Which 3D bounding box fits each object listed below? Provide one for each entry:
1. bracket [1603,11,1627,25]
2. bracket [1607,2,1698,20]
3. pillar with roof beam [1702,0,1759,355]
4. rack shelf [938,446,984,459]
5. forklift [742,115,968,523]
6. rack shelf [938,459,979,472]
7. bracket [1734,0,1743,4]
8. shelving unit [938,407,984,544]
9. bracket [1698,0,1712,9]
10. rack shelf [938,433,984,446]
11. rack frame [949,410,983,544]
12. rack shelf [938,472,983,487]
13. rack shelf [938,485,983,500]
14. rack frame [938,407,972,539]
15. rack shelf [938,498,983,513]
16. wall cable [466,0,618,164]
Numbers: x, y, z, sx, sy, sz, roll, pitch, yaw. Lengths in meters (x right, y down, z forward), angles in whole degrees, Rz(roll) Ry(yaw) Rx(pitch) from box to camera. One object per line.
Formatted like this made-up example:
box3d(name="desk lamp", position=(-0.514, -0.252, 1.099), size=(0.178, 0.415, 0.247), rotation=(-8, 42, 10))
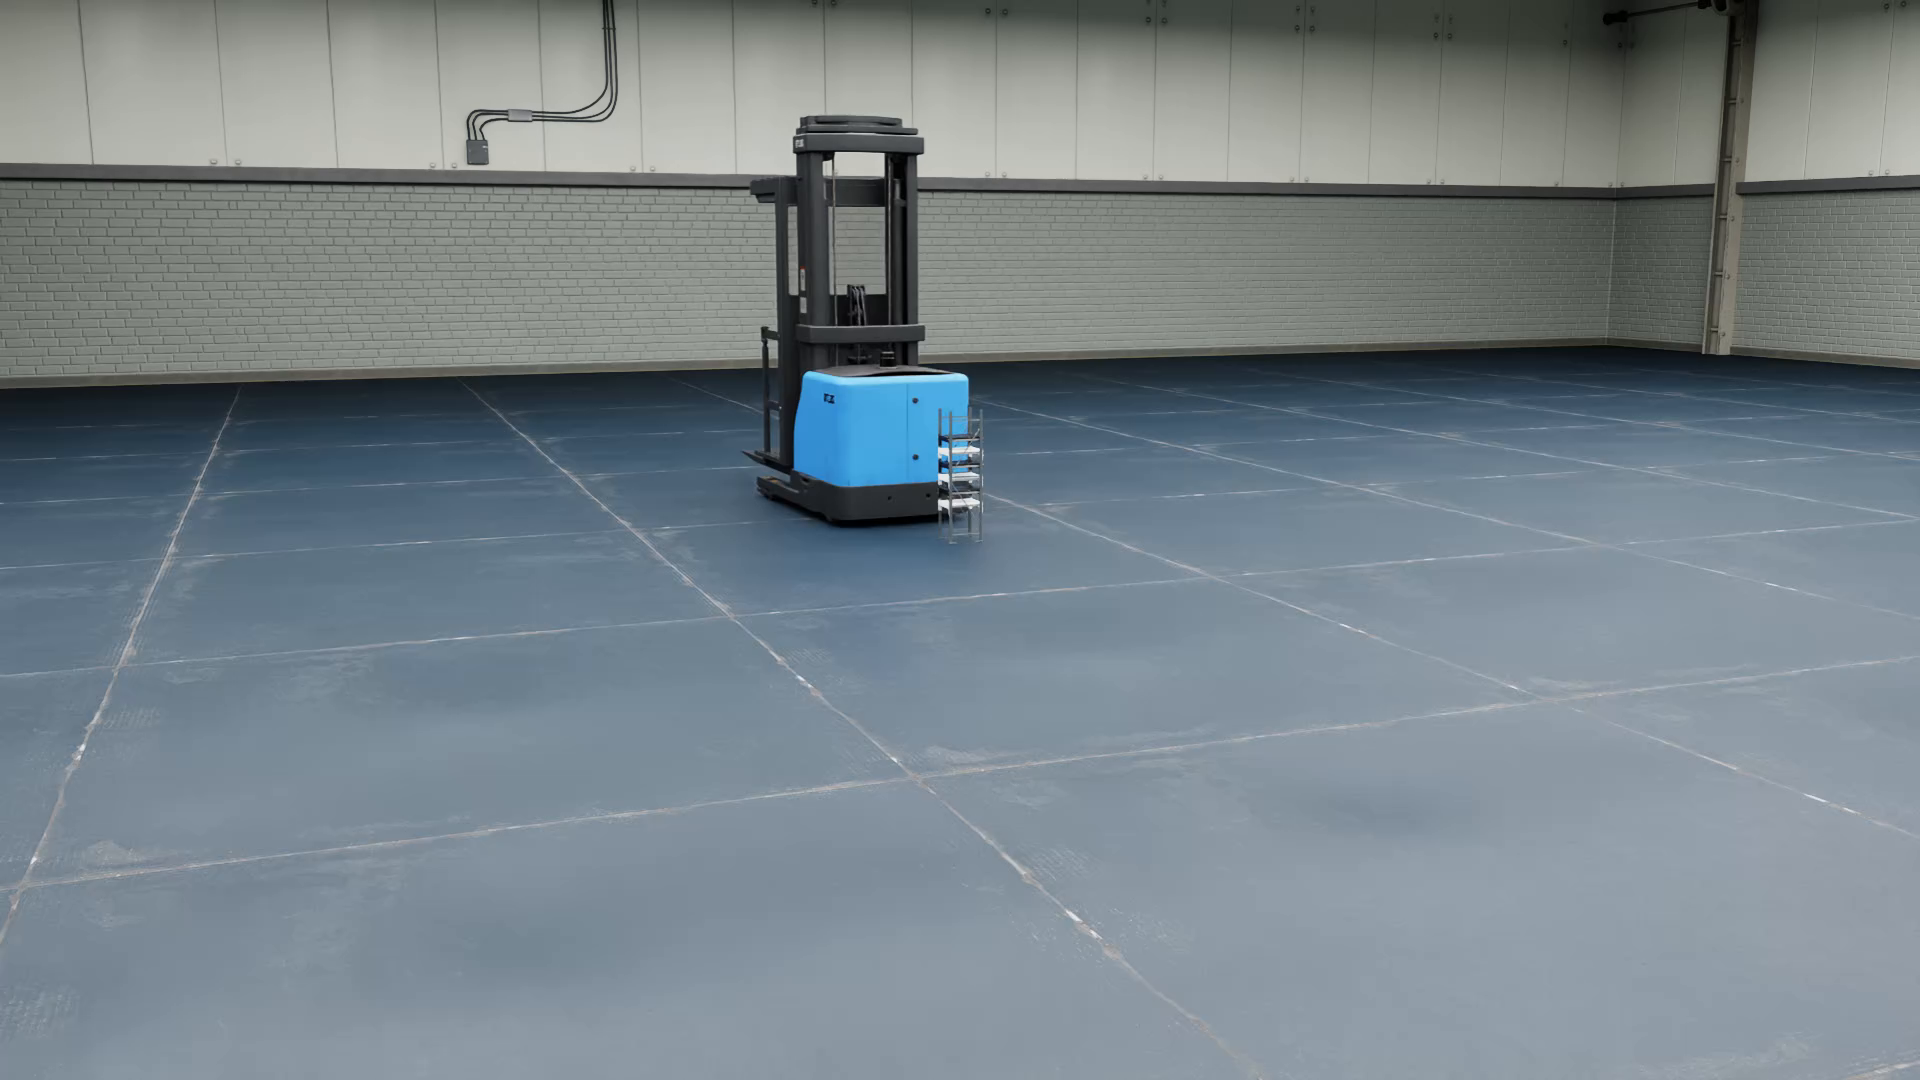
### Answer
box3d(name="bracket", position=(12.647, -10.074, 32.082), size=(0.235, 0.232, 0.430), rotation=(-4, 11, -21))
box3d(name="bracket", position=(12.861, -9.978, 31.540), size=(0.076, 0.066, 3.189), rotation=(-4, 11, -21))
box3d(name="pillar with roof beam", position=(9.975, -7.597, 28.432), size=(9.100, 9.000, 0.548), rotation=(-4, 11, -21))
box3d(name="rack shelf", position=(0.003, -0.586, 11.308), size=(0.258, 0.077, 0.200), rotation=(-4, 11, -21))
box3d(name="forklift", position=(-0.981, -1.784, 13.081), size=(1.130, 2.935, 3.031), rotation=(-4, 11, -24))
box3d(name="rack shelf", position=(0.003, -0.498, 11.324), size=(0.258, 0.077, 0.200), rotation=(-4, 11, -21))
box3d(name="bracket", position=(13.807, -9.552, 29.145), size=(0.235, 0.232, 0.430), rotation=(-4, 11, -21))
box3d(name="shelving unit", position=(0.003, -0.442, 11.334), size=(0.258, 0.900, 0.210), rotation=(-4, 11, -21))
box3d(name="bracket", position=(13.506, -9.687, 29.907), size=(0.235, 0.232, 0.430), rotation=(-4, 11, -21))
box3d(name="rack shelf", position=(0.003, -0.675, 11.292), size=(0.258, 0.077, 0.200), rotation=(-4, 11, -21))
box3d(name="rack frame", position=(0.040, -0.425, 11.241), size=(0.240, 0.900, 0.006), rotation=(-4, 11, -21))
box3d(name="rack shelf", position=(0.003, -0.409, 11.340), size=(0.258, 0.077, 0.200), rotation=(-4, 11, -21))
box3d(name="rack shelf", position=(0.003, -0.320, 11.355), size=(0.258, 0.077, 0.200), rotation=(-4, 11, -21))
box3d(name="rack frame", position=(-0.034, -0.458, 11.427), size=(0.240, 0.900, 0.006), rotation=(-4, 11, -21))
box3d(name="rack shelf", position=(0.003, -0.232, 11.371), size=(0.258, 0.077, 0.200), rotation=(-4, 11, -21))
box3d(name="wall cable", position=(-6.353, -8.710, 24.979), size=(2.305, 6.003, 0.169), rotation=(-4, 11, -21))
